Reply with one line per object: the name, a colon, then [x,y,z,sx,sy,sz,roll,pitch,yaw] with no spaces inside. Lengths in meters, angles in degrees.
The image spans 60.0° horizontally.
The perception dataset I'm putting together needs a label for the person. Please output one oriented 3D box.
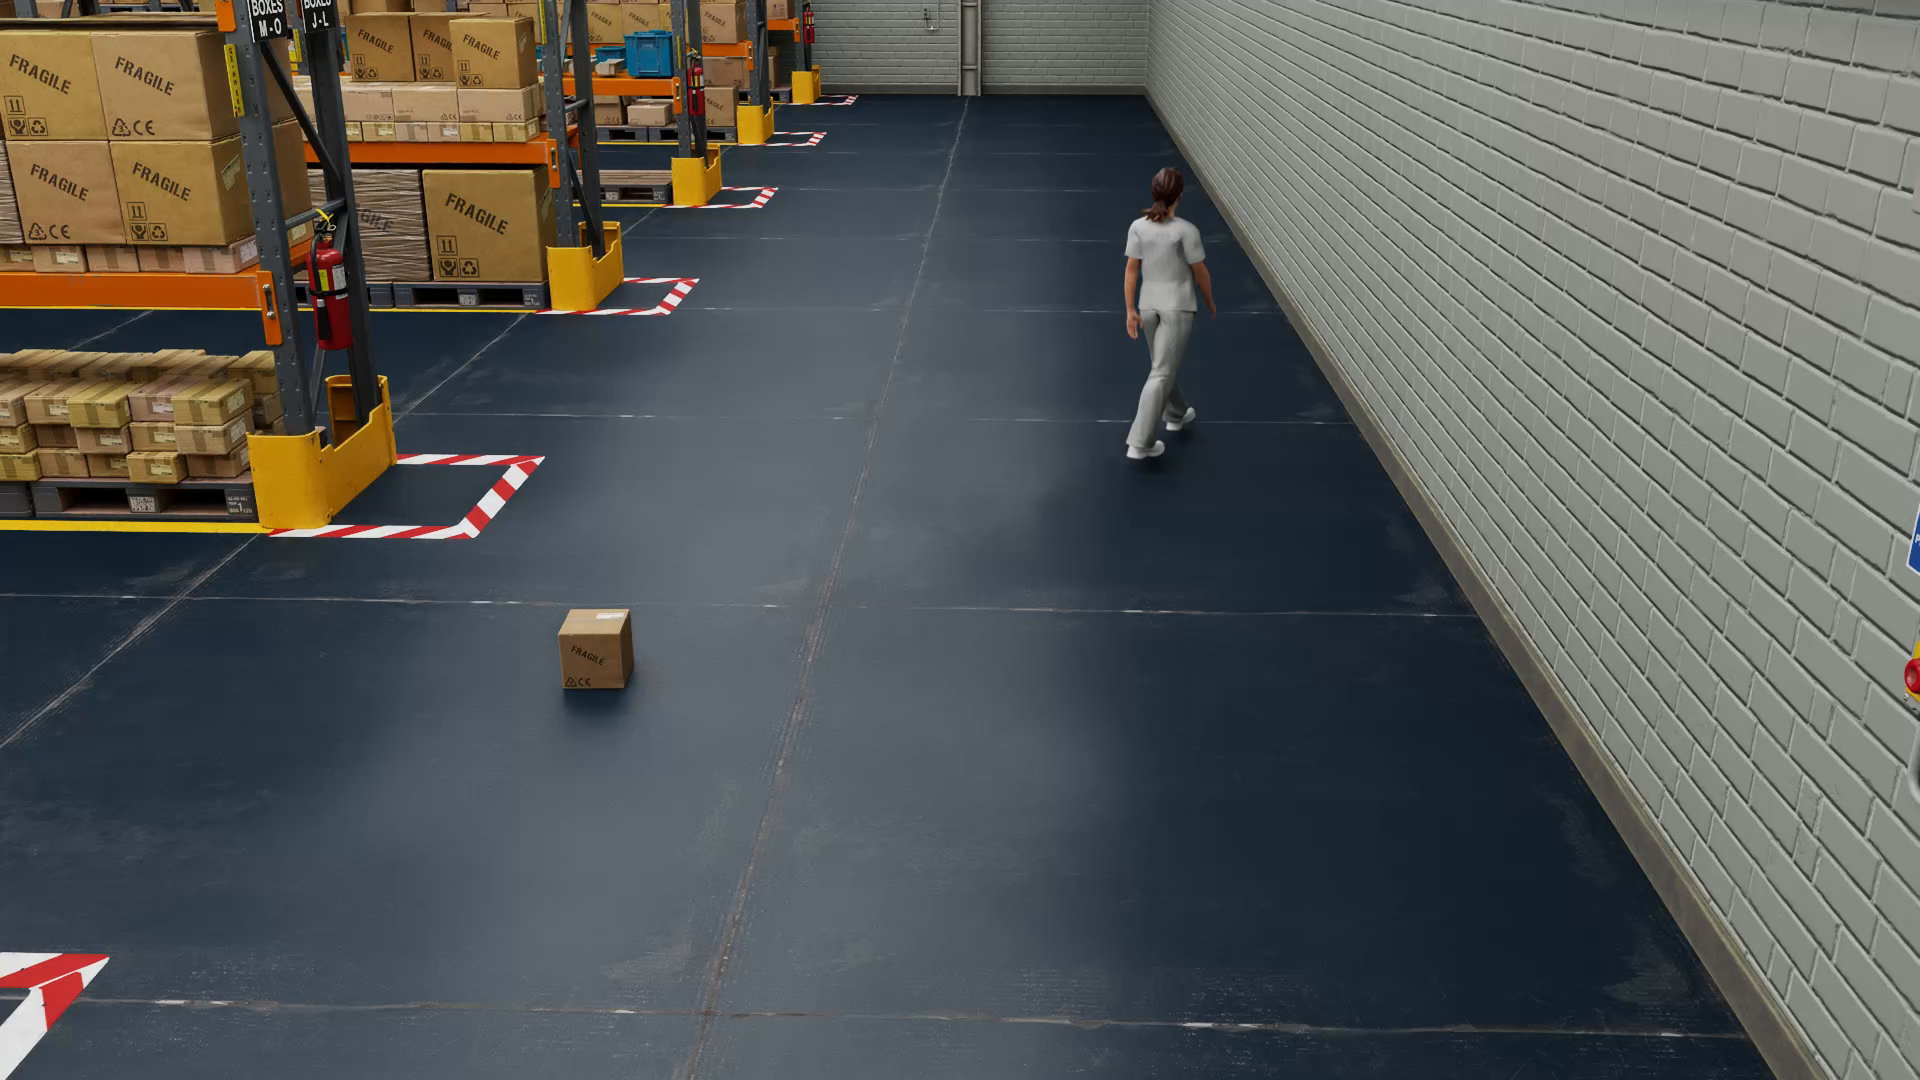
person: [1.244,-1.335,9.562,0.446,1.619,0.937,17,26,37]
